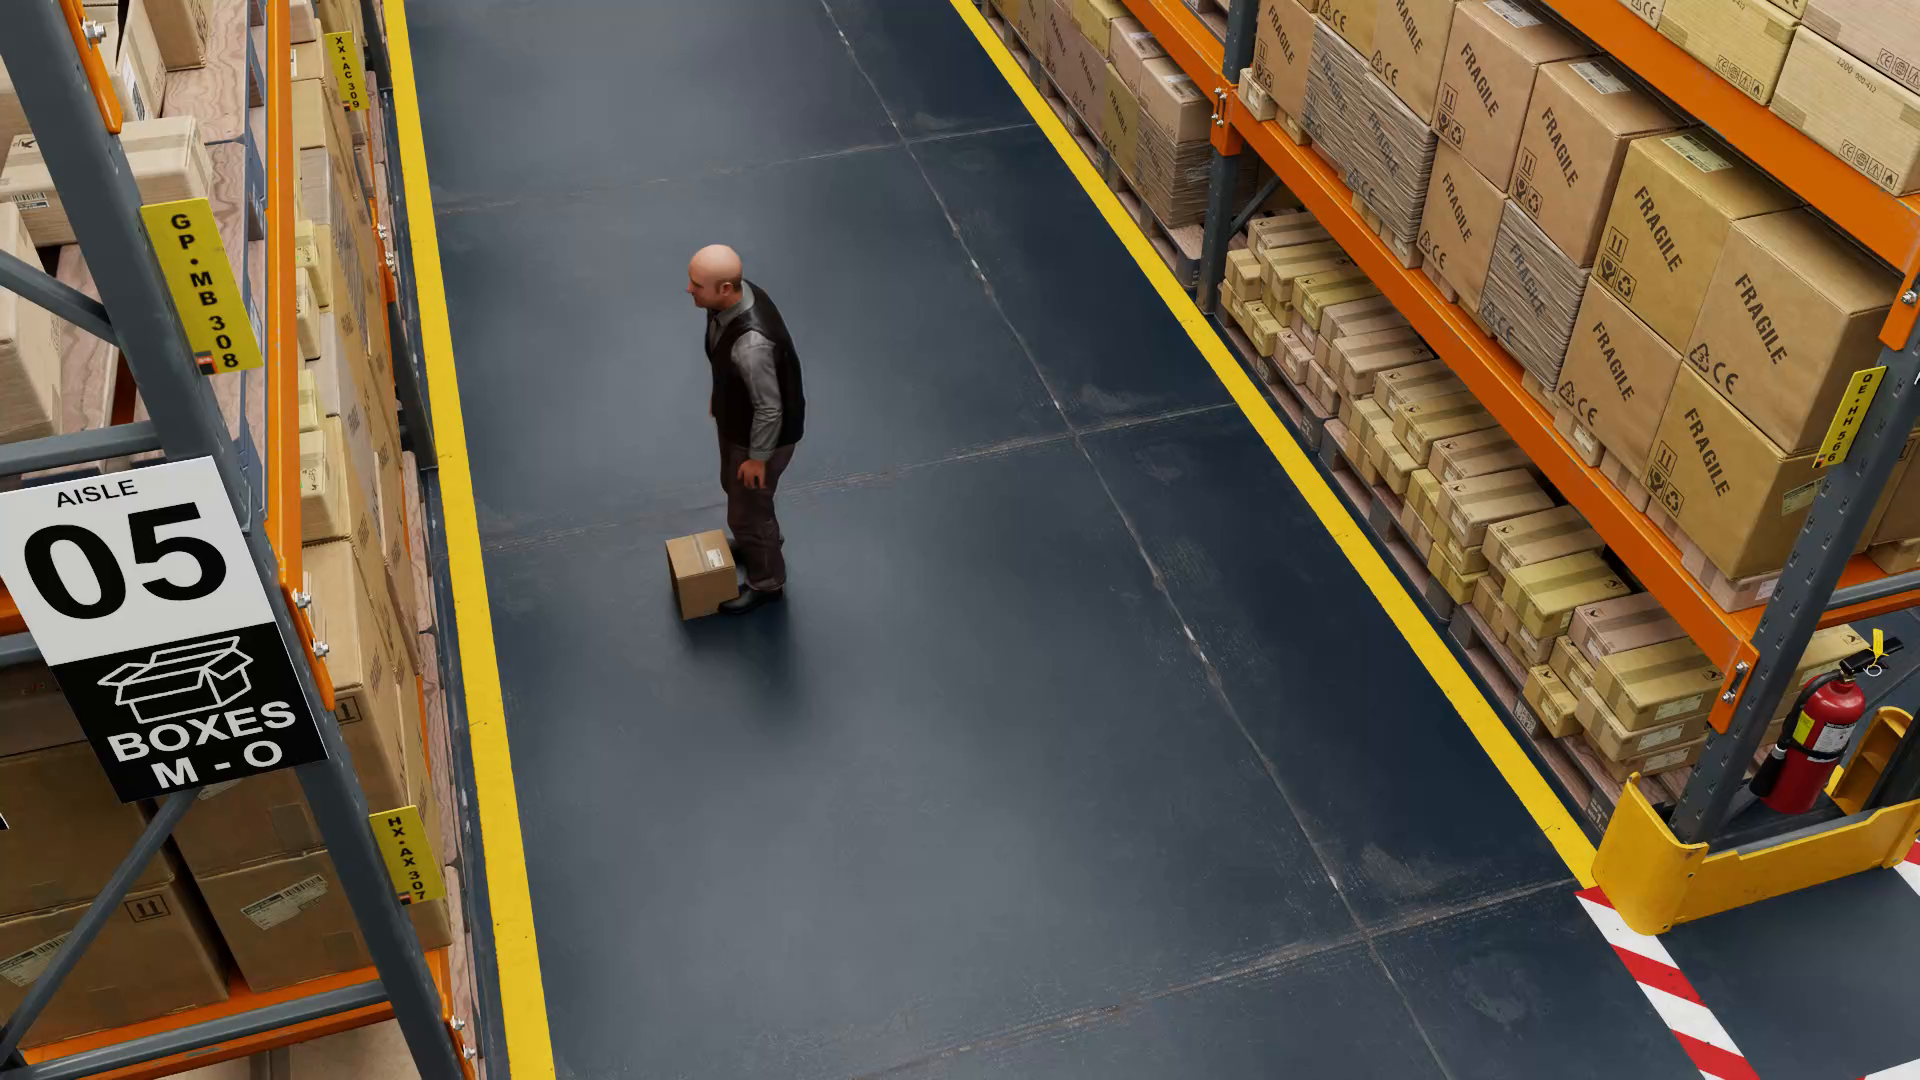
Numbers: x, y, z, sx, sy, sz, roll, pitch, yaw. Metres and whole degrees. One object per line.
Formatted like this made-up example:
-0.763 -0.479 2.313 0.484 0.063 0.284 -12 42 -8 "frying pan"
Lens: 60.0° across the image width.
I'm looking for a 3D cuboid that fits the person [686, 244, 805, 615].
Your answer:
-0.857 -0.450 6.678 0.465 1.722 0.591 -14 44 -15 "person"
